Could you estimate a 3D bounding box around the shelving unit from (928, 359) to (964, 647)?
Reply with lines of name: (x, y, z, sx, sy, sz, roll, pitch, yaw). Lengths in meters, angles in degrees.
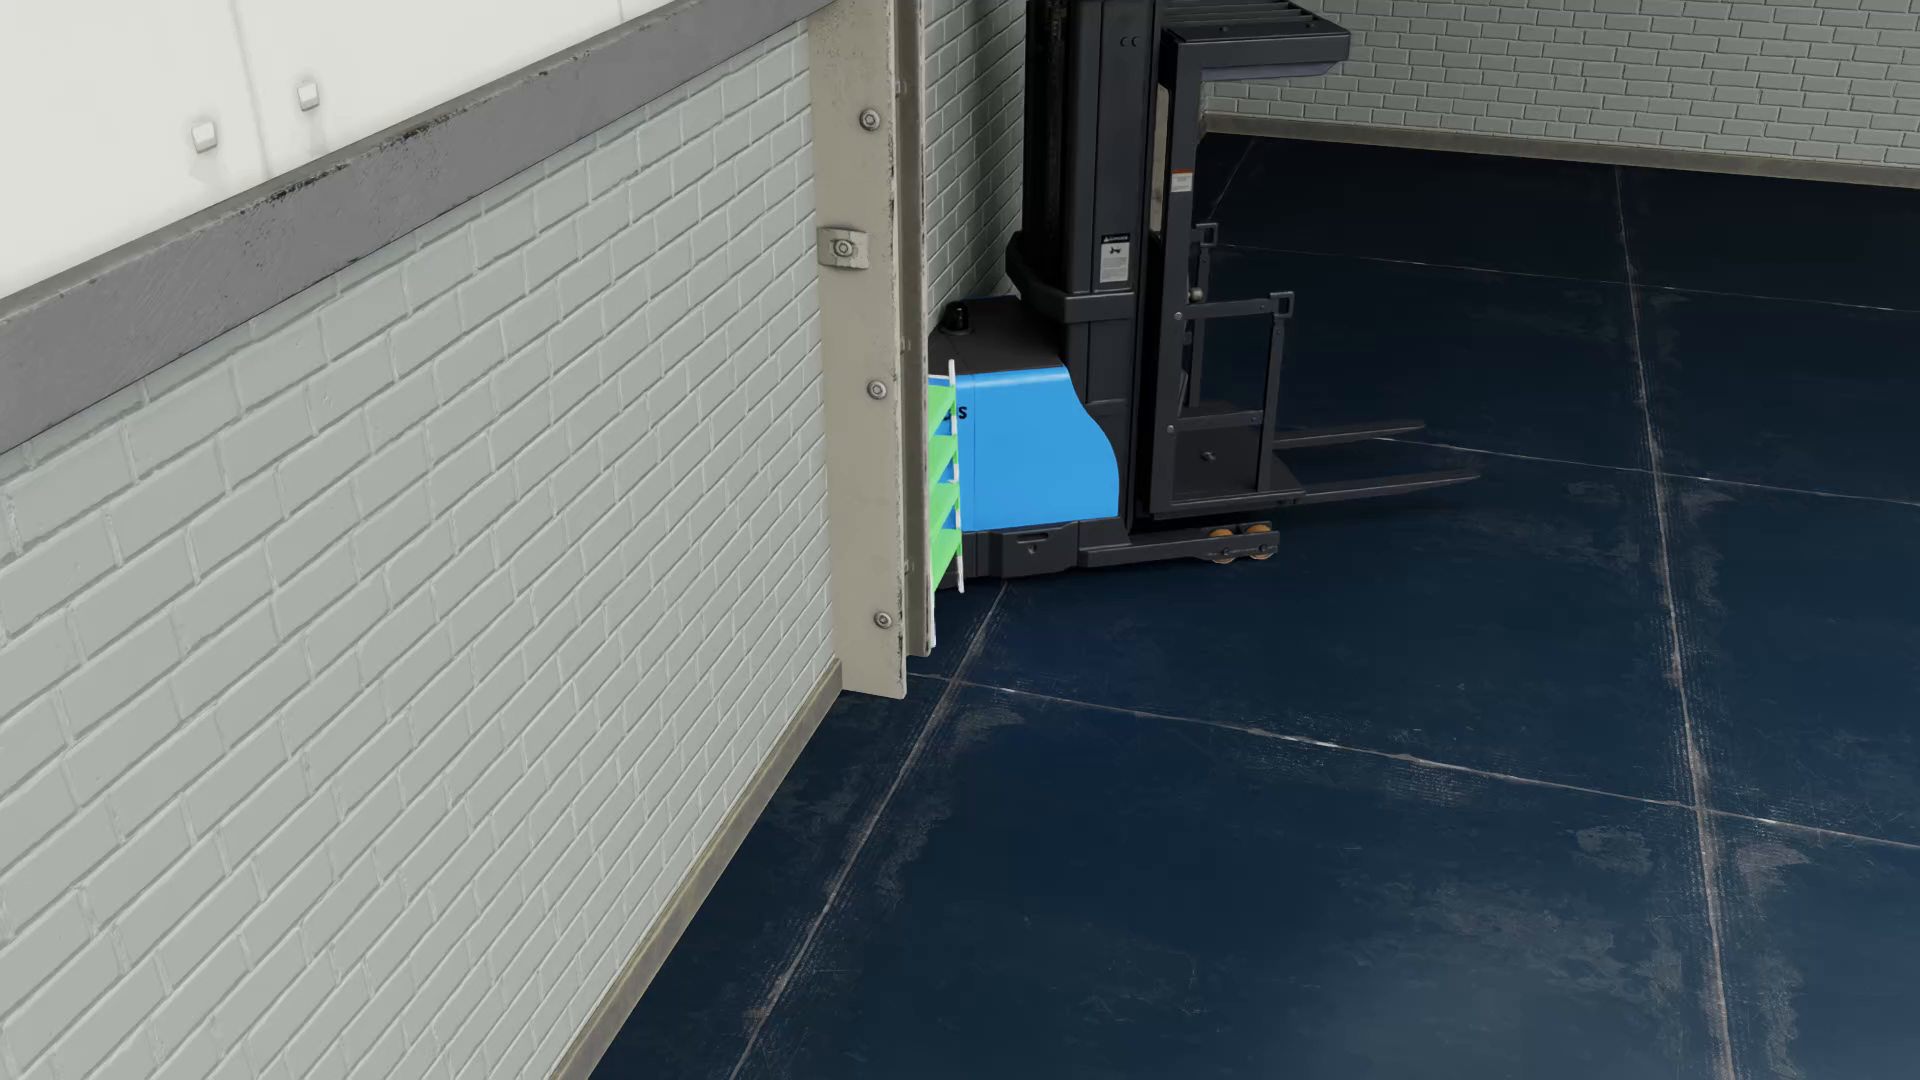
shelving unit: (-0.184, -0.152, 7.343, 0.258, 1.200, 0.503, 6, 31, 14)

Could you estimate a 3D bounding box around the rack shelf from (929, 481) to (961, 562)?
rack shelf: (-0.181, -0.097, 7.375, 0.258, 0.148, 0.480, 6, 31, 14)

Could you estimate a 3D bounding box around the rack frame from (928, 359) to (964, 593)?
rack frame: (-0.122, -0.273, 7.546, 0.240, 1.200, 0.015, 6, 31, 14)

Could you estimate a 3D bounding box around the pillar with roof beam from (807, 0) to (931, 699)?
pillar with roof beam: (3.783, -2.758, 3.950, 9.100, 9.000, 0.400, 8, 30, 15)

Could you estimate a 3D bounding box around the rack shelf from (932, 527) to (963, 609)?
rack shelf: (-0.173, 0.110, 7.496, 0.258, 0.148, 0.480, 6, 31, 14)

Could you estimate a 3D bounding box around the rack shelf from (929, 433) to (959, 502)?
rack shelf: (-0.190, -0.304, 7.254, 0.258, 0.148, 0.480, 6, 31, 14)

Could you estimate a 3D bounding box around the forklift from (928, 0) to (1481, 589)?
forklift: (1.075, -1.410, 7.769, 3.031, 2.935, 1.130, -6, 30, -11)

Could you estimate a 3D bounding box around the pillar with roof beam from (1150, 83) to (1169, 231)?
pillar with roof beam: (5.544, -5.546, 8.963, 9.100, 9.000, 0.400, 8, 30, 15)

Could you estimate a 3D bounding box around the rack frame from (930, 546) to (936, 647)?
rack frame: (-0.246, -0.032, 7.140, 0.240, 1.200, 0.015, 6, 31, 14)

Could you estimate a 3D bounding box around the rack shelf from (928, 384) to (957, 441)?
rack shelf: (-0.199, -0.512, 7.134, 0.258, 0.148, 0.480, 6, 31, 14)
